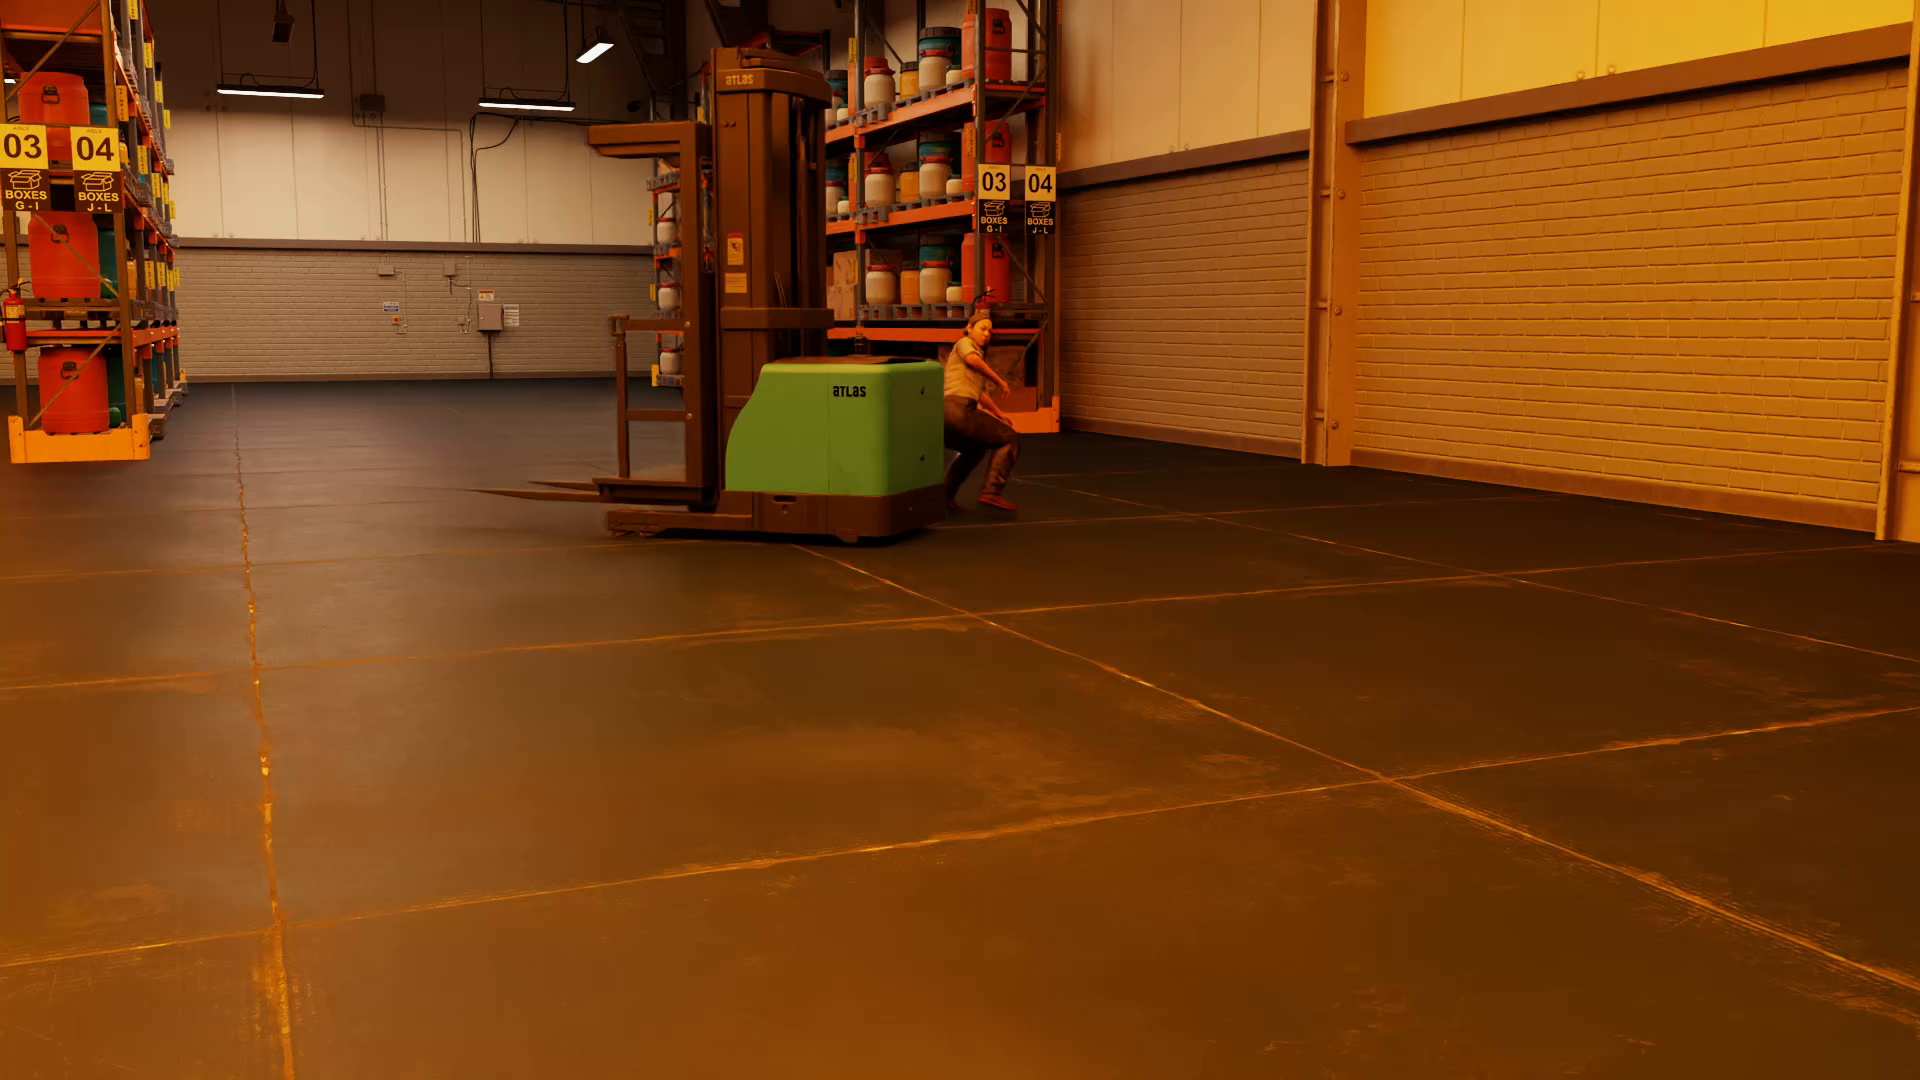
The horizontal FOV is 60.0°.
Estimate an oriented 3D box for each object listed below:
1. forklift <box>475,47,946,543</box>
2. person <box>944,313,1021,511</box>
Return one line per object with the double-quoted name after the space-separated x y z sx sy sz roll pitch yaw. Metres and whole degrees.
-1.658 -1.529 10.541 3.031 2.935 1.130 3 8 21 "forklift"
0.128 -0.840 11.465 0.802 1.421 0.818 -3 8 -23 "person"
